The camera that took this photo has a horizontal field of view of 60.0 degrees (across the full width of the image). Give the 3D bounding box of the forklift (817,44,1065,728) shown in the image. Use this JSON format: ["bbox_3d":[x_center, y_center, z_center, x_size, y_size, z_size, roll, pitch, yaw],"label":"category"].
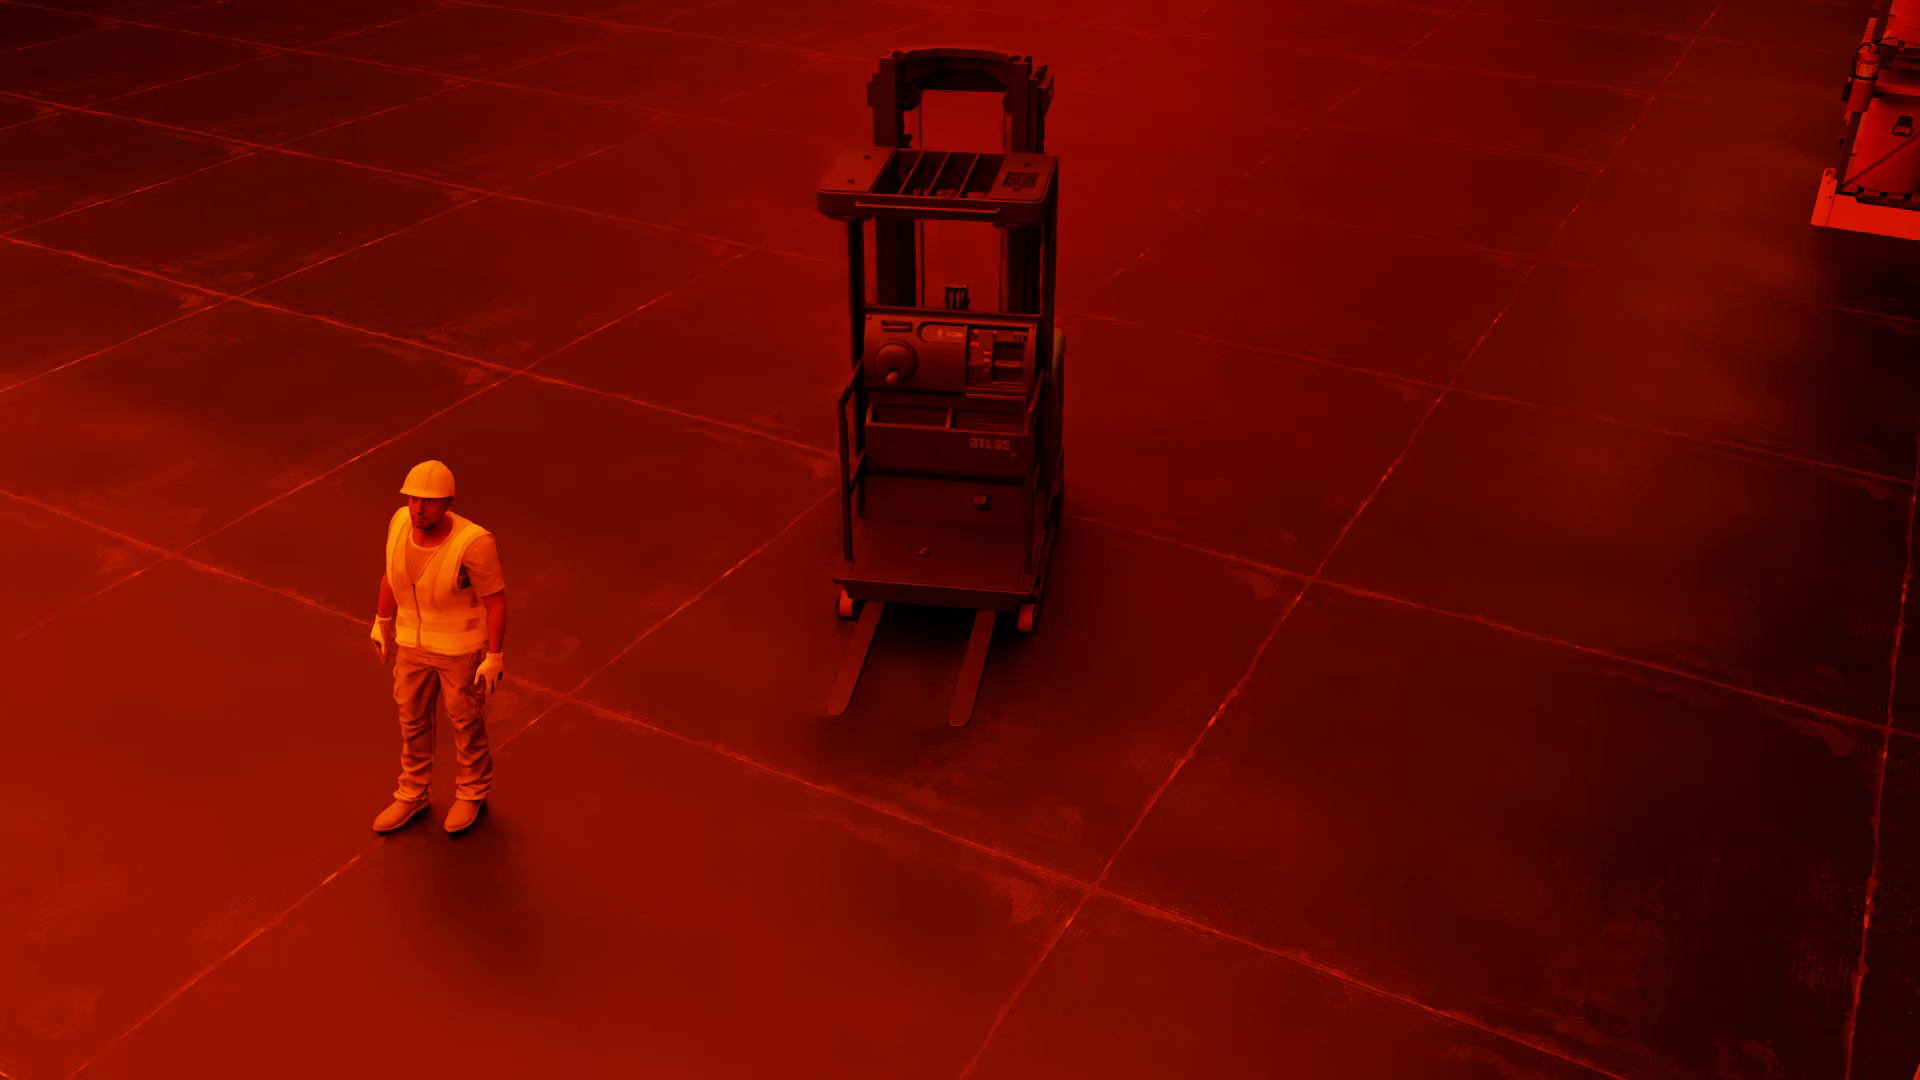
[{"bbox_3d":[-0.083,-0.950,8.717,1.130,2.935,3.031,4,30,8],"label":"forklift"}]

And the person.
[{"bbox_3d":[-2.331,0.499,7.341,0.655,1.782,0.577,11,32,18],"label":"person"}]
